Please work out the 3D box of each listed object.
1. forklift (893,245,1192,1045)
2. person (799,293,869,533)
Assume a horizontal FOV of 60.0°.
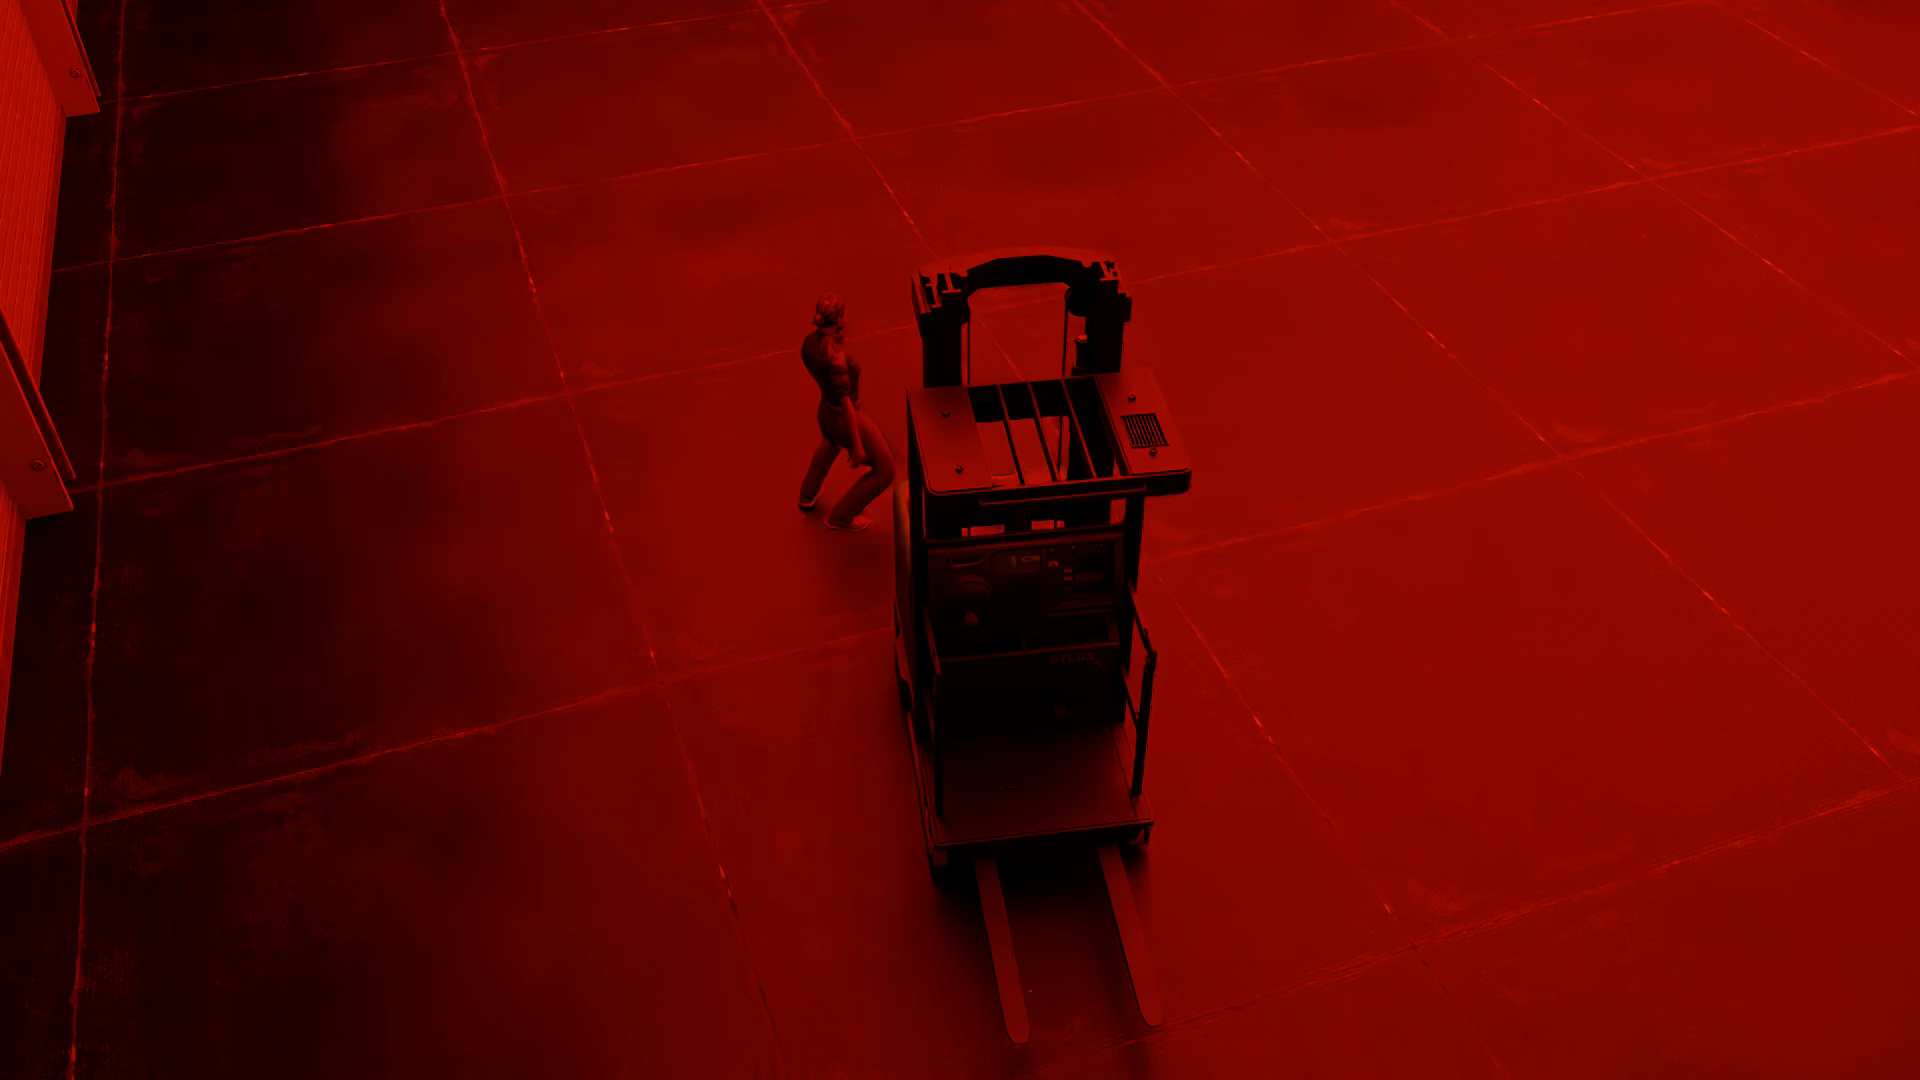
[{"bbox_3d":[0.347,0.268,7.677,1.130,2.935,3.031,-5,40,-6],"label":"forklift"},{"bbox_3d":[-0.765,-0.733,9.946,0.361,1.573,0.822,-17,43,-19],"label":"person"}]
